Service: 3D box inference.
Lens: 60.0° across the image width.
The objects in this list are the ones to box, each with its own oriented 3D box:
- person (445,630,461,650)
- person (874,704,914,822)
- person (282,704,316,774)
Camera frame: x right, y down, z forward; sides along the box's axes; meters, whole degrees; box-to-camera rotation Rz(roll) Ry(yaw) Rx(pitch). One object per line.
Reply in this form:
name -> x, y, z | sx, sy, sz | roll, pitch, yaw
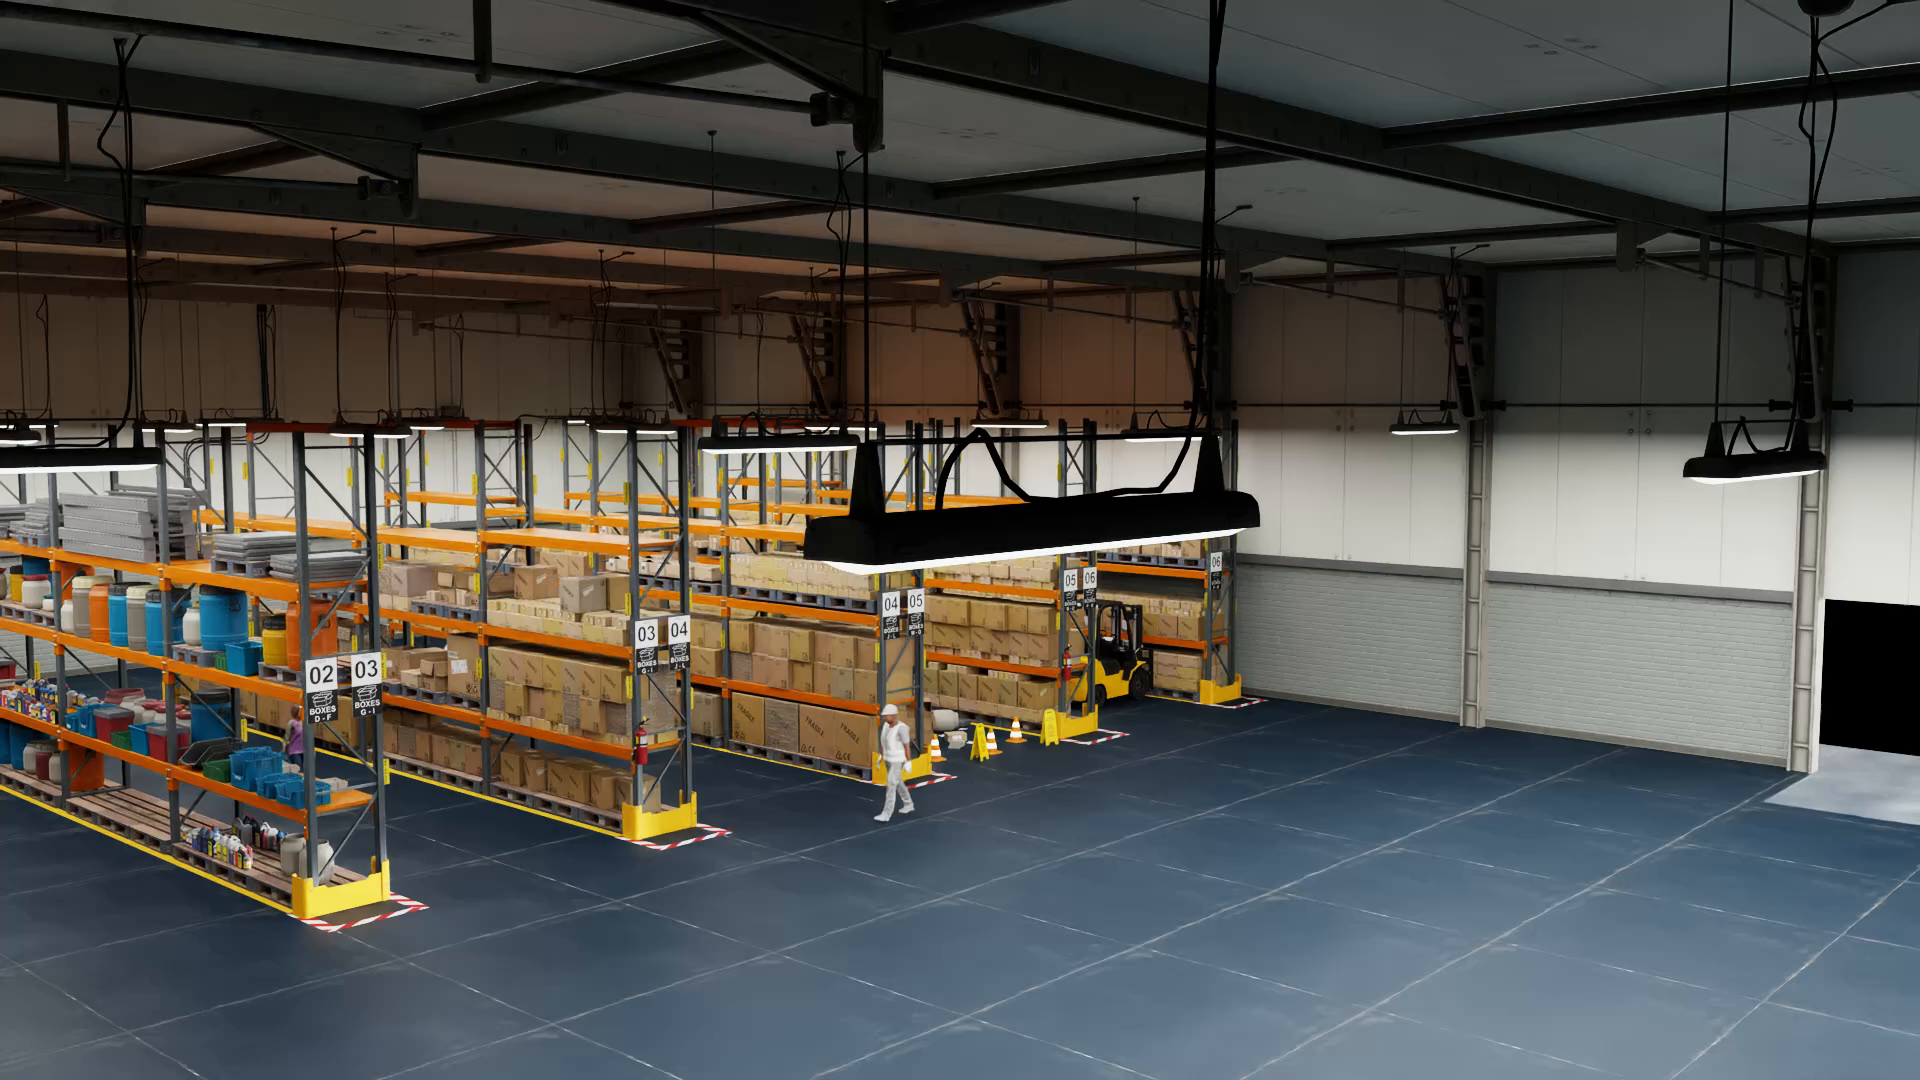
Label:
person -> -10.120, 2.694, 33.609 | 0.616, 1.774, 0.543 | -3, 5, -29
person -> -1.041, 3.382, 25.436 | 0.905, 1.752, 0.580 | -3, 6, -35
person -> -10.474, 3.384, 26.416 | 0.969, 1.531, 0.454 | 2, 5, 19
